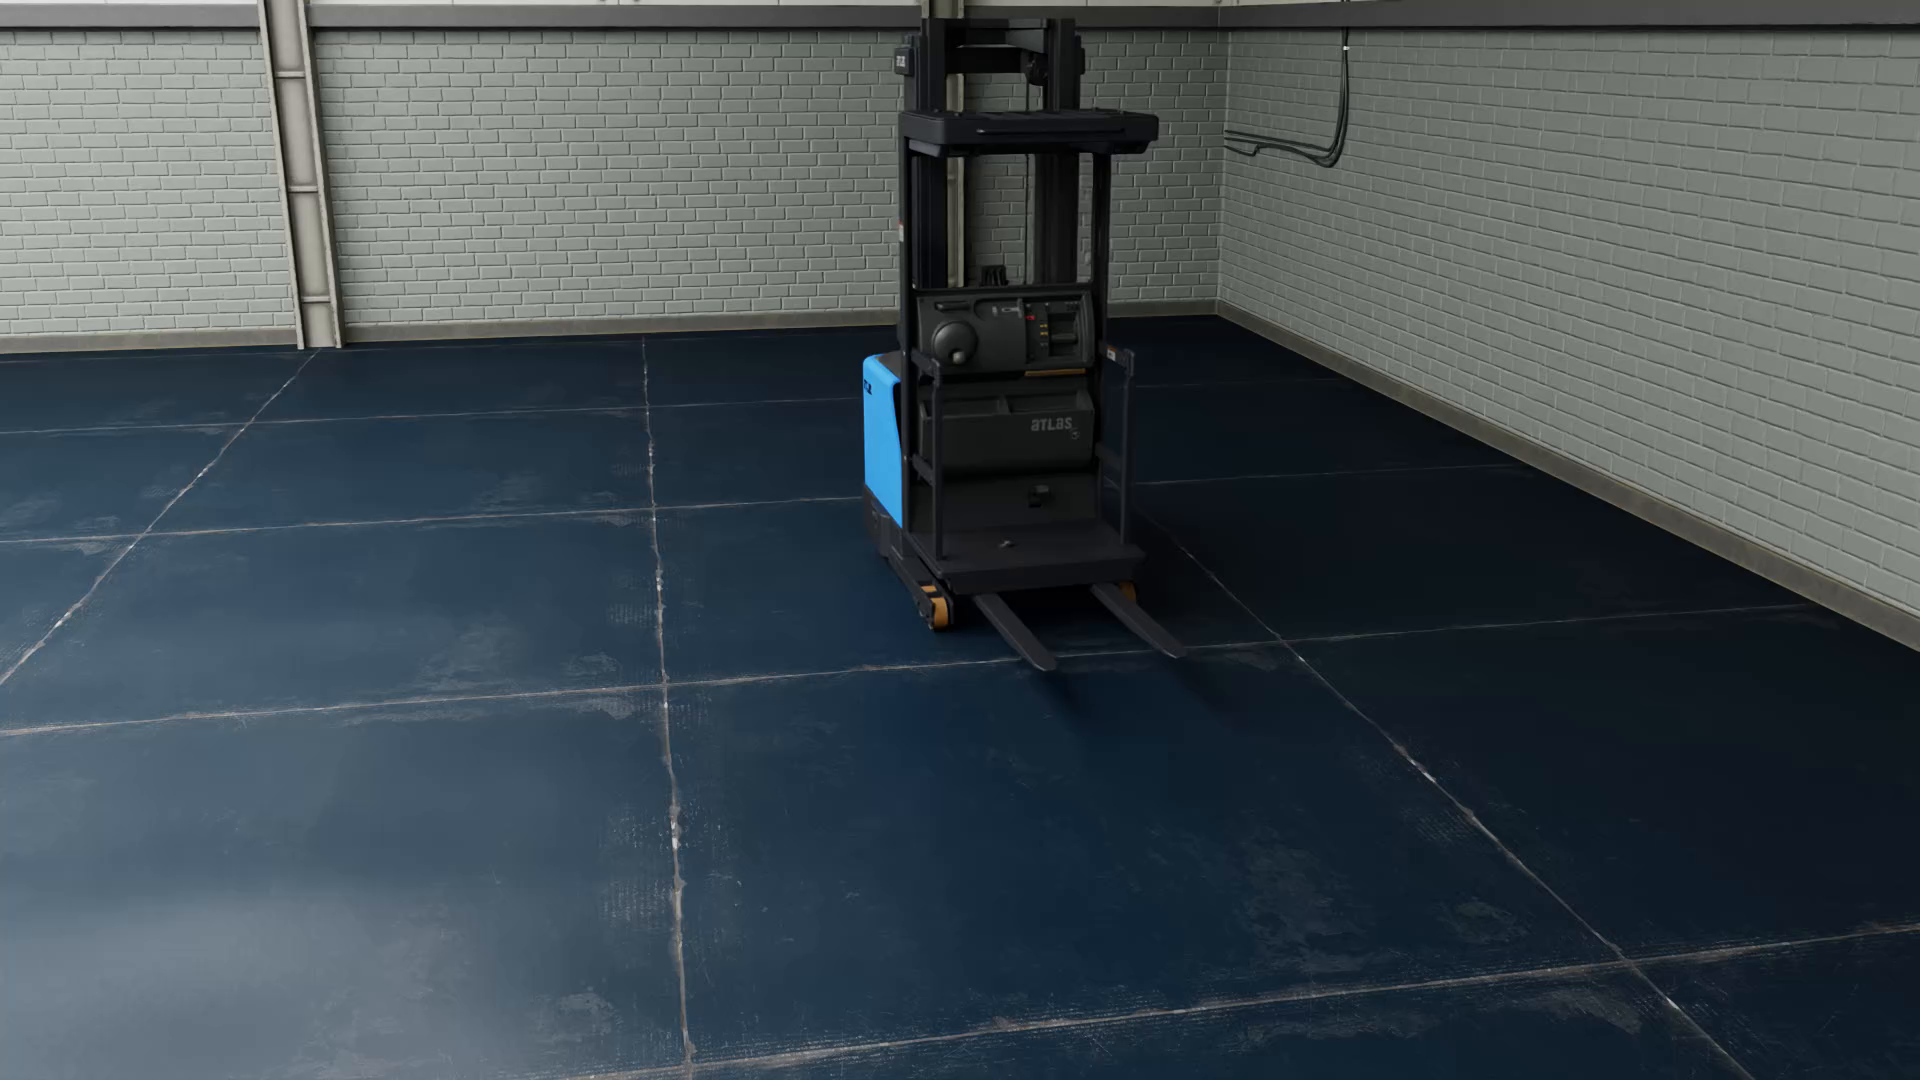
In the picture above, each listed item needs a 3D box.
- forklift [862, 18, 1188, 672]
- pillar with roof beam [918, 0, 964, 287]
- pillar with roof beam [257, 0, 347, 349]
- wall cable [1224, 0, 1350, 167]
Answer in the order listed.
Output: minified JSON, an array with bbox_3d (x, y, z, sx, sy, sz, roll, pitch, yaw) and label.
[{"bbox_3d":[0.296,-1.076,8.322,1.130,2.935,3.031,-4,18,-14],"label":"forklift"},{"bbox_3d":[0.635,-5.249,11.574,0.400,9.000,9.100,-3,17,-10],"label":"pillar with roof beam"},{"bbox_3d":[-5.256,-4.914,10.486,0.400,9.000,9.100,-3,17,-10],"label":"pillar with roof beam"},{"bbox_3d":[2.962,-4.788,15.363,0.112,2.526,3.097,-3,17,-10],"label":"wall cable"}]
